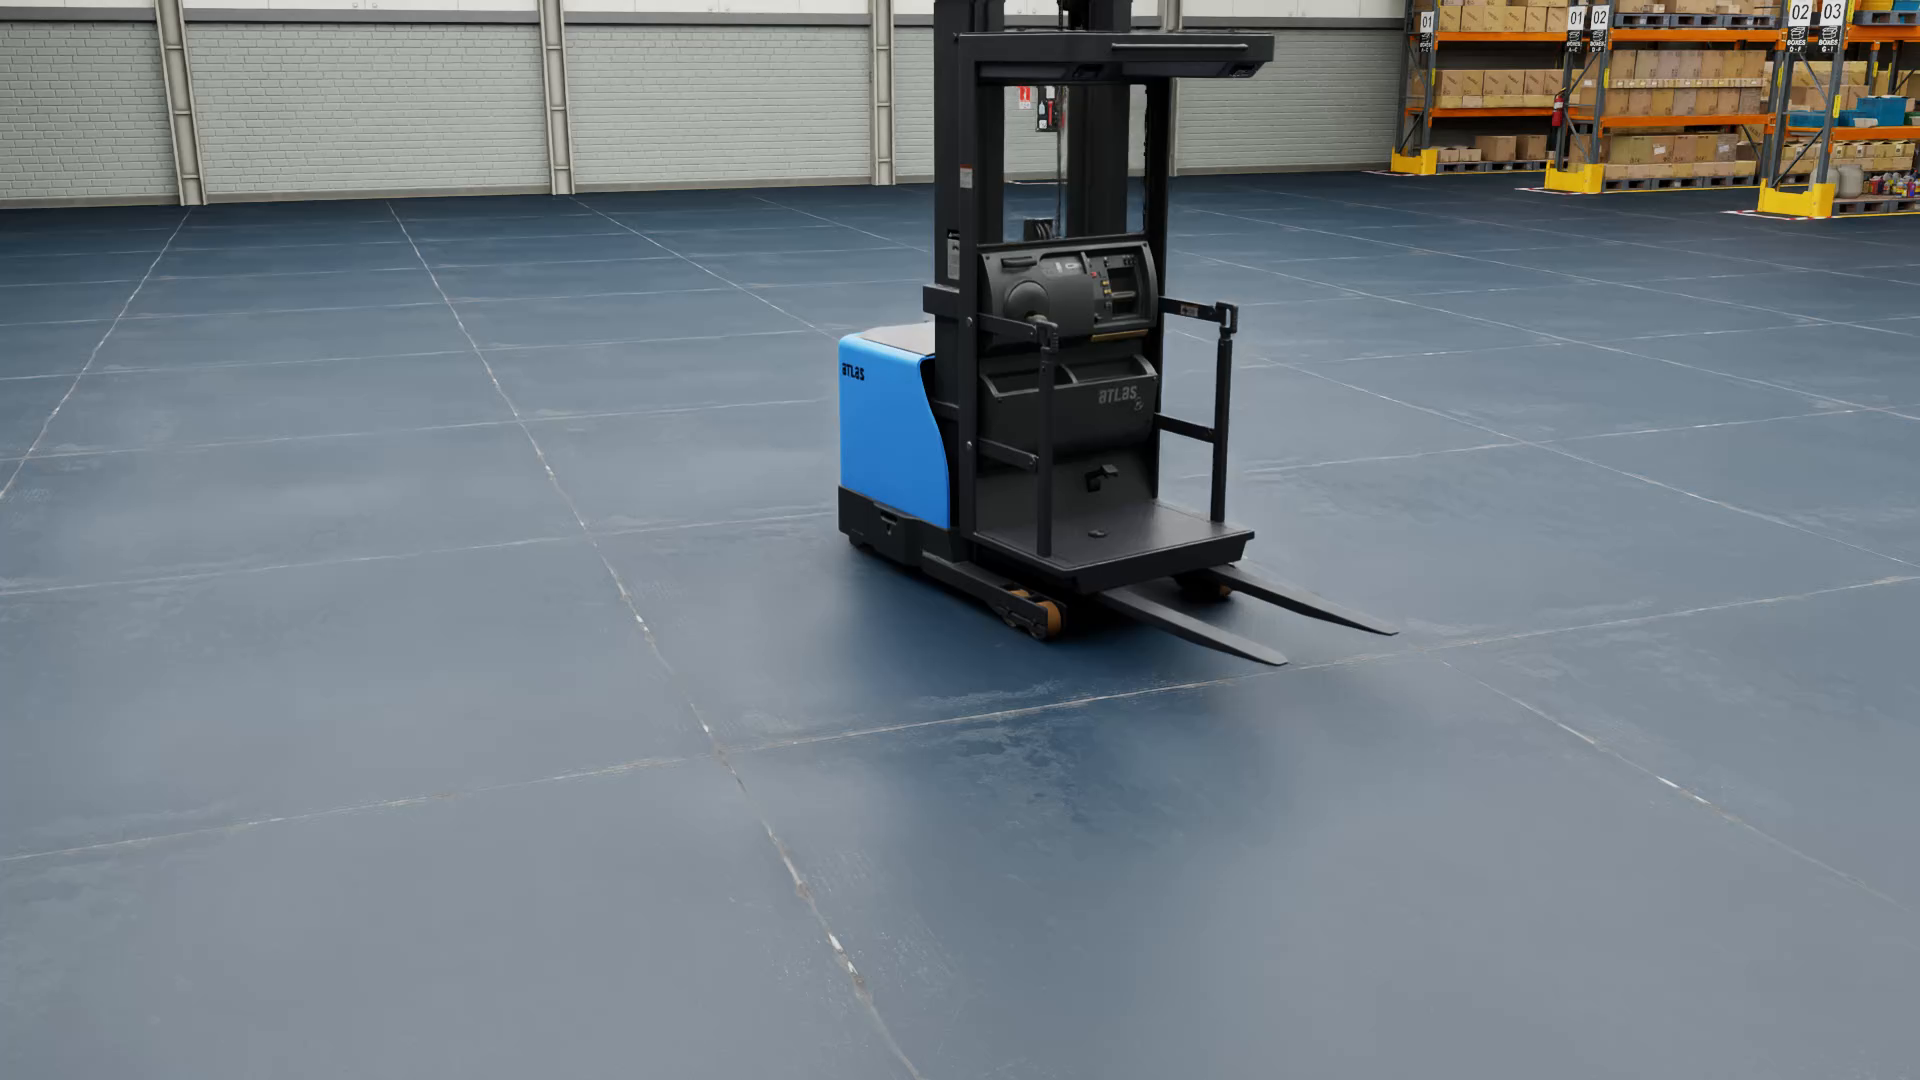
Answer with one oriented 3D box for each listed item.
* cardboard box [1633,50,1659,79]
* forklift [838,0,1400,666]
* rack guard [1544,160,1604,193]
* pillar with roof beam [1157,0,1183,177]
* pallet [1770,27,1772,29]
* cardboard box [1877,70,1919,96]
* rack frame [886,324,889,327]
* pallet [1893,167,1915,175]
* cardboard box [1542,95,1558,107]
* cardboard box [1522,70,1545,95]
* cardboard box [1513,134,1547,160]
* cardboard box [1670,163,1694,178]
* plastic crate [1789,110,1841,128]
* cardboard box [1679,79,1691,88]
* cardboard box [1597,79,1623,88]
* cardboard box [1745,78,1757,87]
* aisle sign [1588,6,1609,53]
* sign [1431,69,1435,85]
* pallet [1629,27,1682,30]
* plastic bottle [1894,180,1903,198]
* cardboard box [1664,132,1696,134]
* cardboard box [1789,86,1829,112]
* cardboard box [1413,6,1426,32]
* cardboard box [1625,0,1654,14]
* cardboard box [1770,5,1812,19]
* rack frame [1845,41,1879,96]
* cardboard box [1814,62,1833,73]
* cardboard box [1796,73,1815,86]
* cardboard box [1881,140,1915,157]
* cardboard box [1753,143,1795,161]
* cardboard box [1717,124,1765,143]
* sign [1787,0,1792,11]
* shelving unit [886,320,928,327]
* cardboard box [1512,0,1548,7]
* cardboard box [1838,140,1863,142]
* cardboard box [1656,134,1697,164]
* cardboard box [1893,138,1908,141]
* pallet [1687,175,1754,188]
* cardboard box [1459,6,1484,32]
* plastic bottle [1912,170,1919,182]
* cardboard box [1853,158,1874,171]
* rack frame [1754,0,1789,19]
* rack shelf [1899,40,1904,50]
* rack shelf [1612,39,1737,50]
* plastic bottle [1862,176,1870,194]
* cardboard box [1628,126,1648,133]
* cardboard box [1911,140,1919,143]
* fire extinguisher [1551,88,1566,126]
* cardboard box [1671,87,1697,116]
[{"bbox_3d":[12.152,-8.586,30.034,0.500,0.500,0.700,-7,18,-22],"label":"cardboard box"},{"bbox_3d":[0.618,-1.131,7.248,1.130,2.935,3.031,-11,20,-32],"label":"forklift"},{"bbox_3d":[11.151,-6.611,30.223,0.348,0.500,1.175,-6,17,-20],"label":"rack guard"},{"bbox_3d":[5.679,-10.555,28.569,0.400,9.000,9.100,-6,17,-20],"label":"pillar with roof beam"},{"bbox_3d":[18.493,-11.463,37.321,1.213,0.211,1.003,-5,17,-18],"label":"pallet"},{"bbox_3d":[21.798,-10.592,38.811,0.700,0.700,0.980,-7,18,-21],"label":"cardboard box"},{"bbox_3d":[-0.329,-0.605,8.797,0.008,1.050,0.200,-11,19,-32],"label":"rack frame"},{"bbox_3d":[19.354,-7.346,33.241,1.213,0.211,1.003,-6,17,-20],"label":"pallet"},{"bbox_3d":[12.330,-9.281,35.109,0.500,0.250,0.500,-6,17,-20],"label":"cardboard box"},{"bbox_3d":[11.863,-9.587,34.823,0.500,0.500,0.500,-7,18,-22],"label":"cardboard box"},{"bbox_3d":[12.177,-8.415,35.587,0.500,0.500,0.500,-8,18,-24],"label":"cardboard box"},{"bbox_3d":[13.155,-6.841,30.705,0.500,0.250,0.500,-6,17,-20],"label":"cardboard box"},{"bbox_3d":[13.302,-6.567,25.900,0.616,0.251,0.499,-6,17,-20],"label":"plastic crate"},{"bbox_3d":[13.052,-8.309,30.242,0.250,0.149,0.380,-6,17,-20],"label":"cardboard box"},{"bbox_3d":[11.616,-8.155,29.715,0.250,0.149,0.380,-6,18,-20],"label":"cardboard box"},{"bbox_3d":[14.499,-8.467,30.778,0.250,0.149,0.380,-7,18,-21],"label":"cardboard box"},{"bbox_3d":[11.221,-8.973,29.215,0.004,0.787,0.394,-6,17,-20],"label":"aisle sign"},{"bbox_3d":[9.591,-9.388,33.708,0.005,0.325,0.100,-6,17,-20],"label":"sign"},{"bbox_3d":[14.714,-11.007,35.768,1.003,0.211,1.213,-6,17,-20],"label":"pallet"},{"bbox_3d":[14.746,-5.512,26.105,0.097,0.271,0.097,0,16,0],"label":"plastic bottle"},{"bbox_3d":[13.429,-7.393,31.252,0.500,0.500,0.500,-6,17,-20],"label":"cardboard box"},{"bbox_3d":[16.123,-8.390,31.668,0.500,0.500,0.500,-5,17,-16],"label":"cardboard box"},{"bbox_3d":[9.696,-10.721,34.246,0.500,0.500,0.500,-5,17,-16],"label":"cardboard box"},{"bbox_3d":[12.154,-9.634,30.030,0.500,0.250,0.500,-6,17,-20],"label":"cardboard box"},{"bbox_3d":[15.487,-9.844,30.994,0.500,0.250,0.500,-4,17,-14],"label":"cardboard box"},{"bbox_3d":[20.602,-10.325,38.436,0.127,3.000,1.000,-6,17,-20],"label":"rack frame"},{"bbox_3d":[19.301,-10.671,37.540,0.500,0.250,0.500,-6,17,-19],"label":"cardboard box"},{"bbox_3d":[18.852,-10.259,37.468,0.500,0.500,0.500,-6,17,-19],"label":"cardboard box"},{"bbox_3d":[18.242,-7.653,32.474,0.500,0.311,0.500,-6,17,-19],"label":"cardboard box"},{"bbox_3d":[15.383,-7.343,31.420,0.500,0.311,0.500,-6,17,-20],"label":"cardboard box"},{"bbox_3d":[17.601,-9.132,37.441,0.750,0.750,0.750,-6,18,-21],"label":"cardboard box"},{"bbox_3d":[15.108,-9.795,30.249,0.005,0.325,0.100,-6,17,-20],"label":"sign"},{"bbox_3d":[-0.228,-0.625,8.862,0.252,1.050,0.215,-11,19,-32],"label":"shelving unit"},{"bbox_3d":[11.769,-11.260,34.307,0.500,0.500,0.500,-7,18,-22],"label":"cardboard box"},{"bbox_3d":[17.562,-7.740,32.770,0.500,0.311,0.500,-7,18,-21],"label":"cardboard box"},{"bbox_3d":[13.155,-7.201,30.599,0.500,0.500,0.500,-6,17,-20],"label":"cardboard box"},{"bbox_3d":[21.808,-9.426,39.063,0.500,0.500,0.700,-6,18,-21],"label":"cardboard box"},{"bbox_3d":[14.151,-6.809,31.409,1.213,0.211,1.003,-6,17,-20],"label":"pallet"},{"bbox_3d":[10.313,-10.625,33.919,0.500,0.500,0.500,-5,17,-16],"label":"cardboard box"},{"bbox_3d":[15.599,-5.861,27.154,0.185,0.351,0.144,-7,18,-22],"label":"plastic bottle"},{"bbox_3d":[17.289,-7.281,32.204,0.500,0.250,0.500,-6,17,-19],"label":"cardboard box"},{"bbox_3d":[14.908,-11.094,30.407,0.127,3.000,1.000,-6,17,-20],"label":"rack frame"},{"bbox_3d":[20.511,-9.915,32.991,4.000,0.370,1.077,-6,17,-20],"label":"rack shelf"},{"bbox_3d":[15.000,-10.814,36.054,4.000,0.370,1.077,-6,17,-20],"label":"rack shelf"},{"bbox_3d":[14.603,-5.734,26.840,0.133,0.283,0.061,-6,17,-19],"label":"plastic bottle"},{"bbox_3d":[14.708,-9.068,36.477,0.500,0.250,0.500,-7,18,-22],"label":"cardboard box"},{"bbox_3d":[19.433,-7.787,33.447,0.500,0.500,0.500,-5,17,-18],"label":"cardboard box"},{"bbox_3d":[10.896,-7.886,30.265,0.183,0.674,0.296,-6,17,-20],"label":"fire extinguisher"},{"bbox_3d":[13.058,-8.061,30.547,0.500,0.500,0.700,-6,17,-18],"label":"cardboard box"}]
